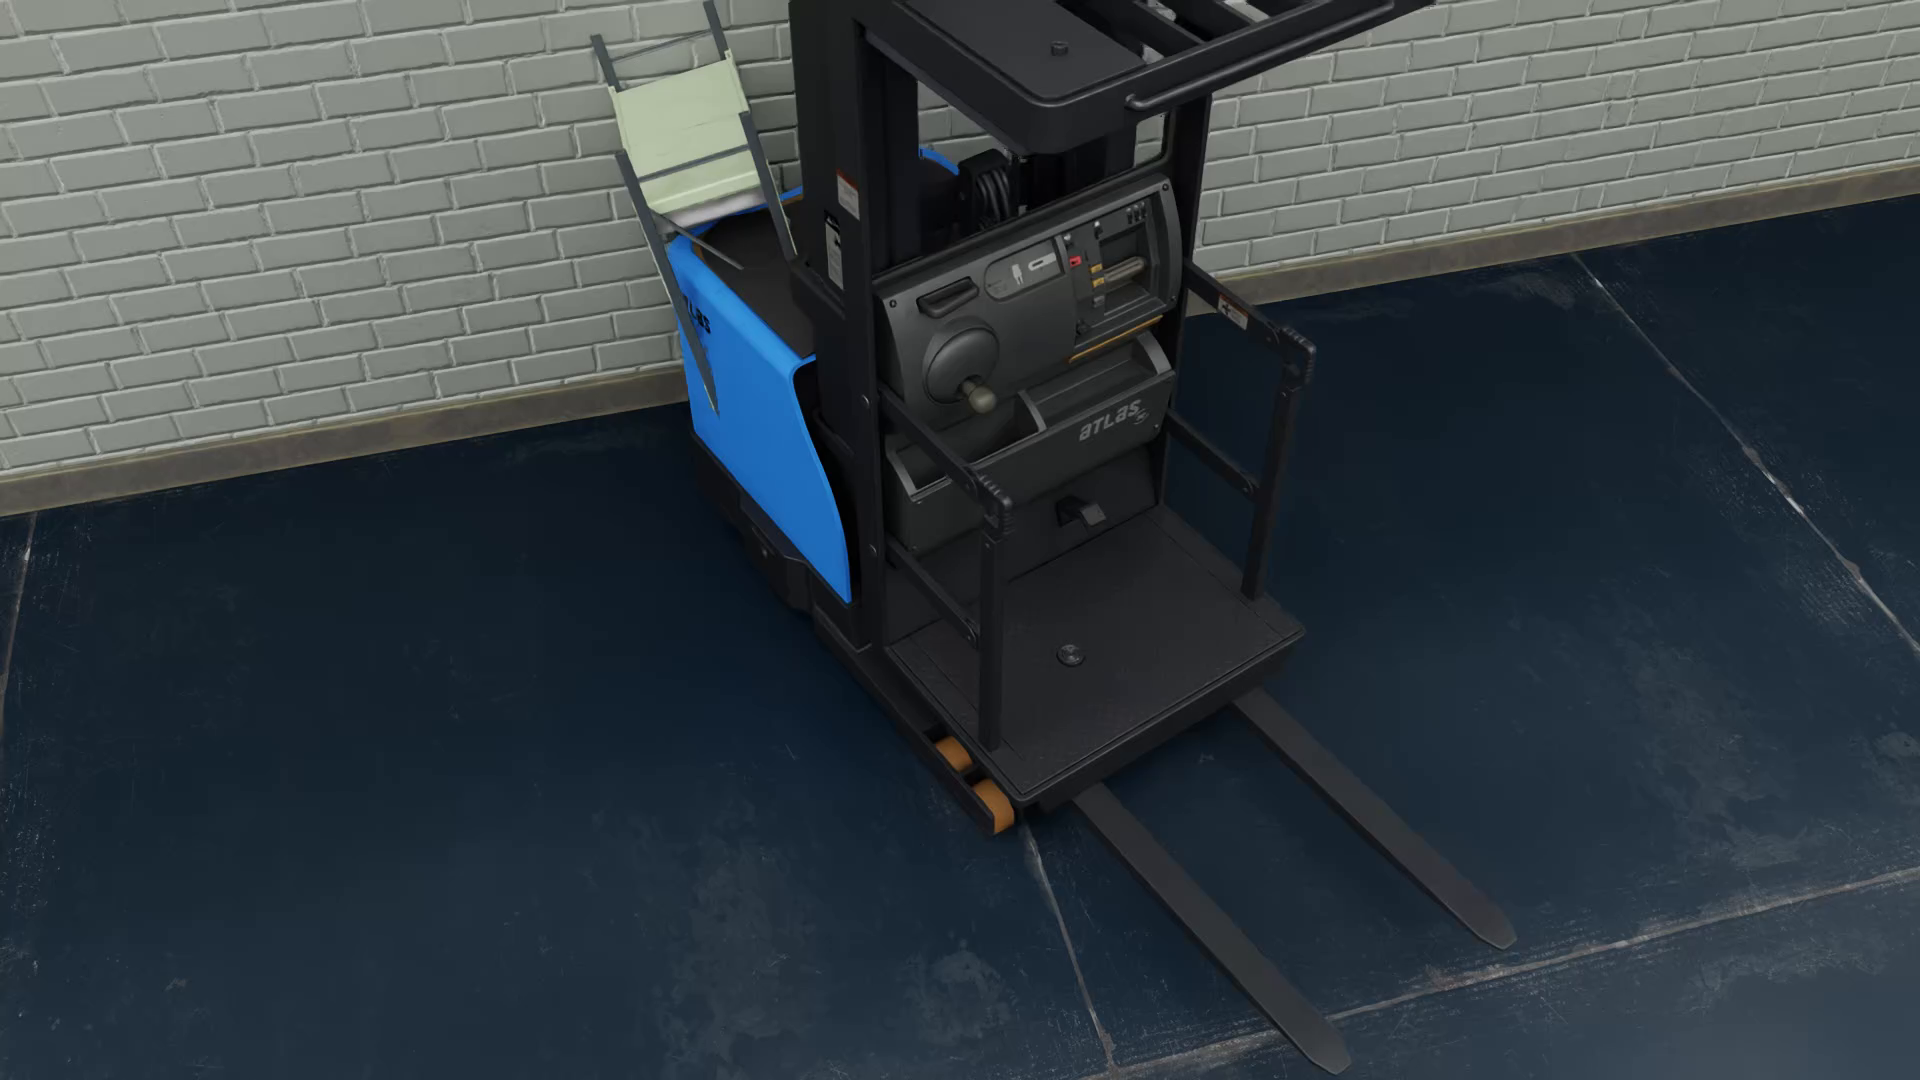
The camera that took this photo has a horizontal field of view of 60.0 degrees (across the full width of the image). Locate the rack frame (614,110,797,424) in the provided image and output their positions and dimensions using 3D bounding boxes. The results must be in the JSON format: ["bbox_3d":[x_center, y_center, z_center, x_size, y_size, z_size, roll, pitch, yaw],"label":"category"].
[{"bbox_3d":[-0.643,-0.638,5.215,0.400,1.500,0.023,-18,45,-3],"label":"rack frame"}]

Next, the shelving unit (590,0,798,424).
[{"bbox_3d":[-0.735,-0.883,5.472,0.431,1.500,0.755,-18,45,-3],"label":"shelving unit"}]

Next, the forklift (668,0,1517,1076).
[{"bbox_3d":[0.332,-0.557,4.244,1.130,2.935,3.031,-27,51,-24],"label":"forklift"}]

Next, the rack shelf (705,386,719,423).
[{"bbox_3d":[-0.675,-0.662,5.704,0.431,0.370,0.720,-18,45,-3],"label":"rack shelf"}]

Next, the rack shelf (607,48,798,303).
[{"bbox_3d":[-0.807,-1.147,5.194,0.431,0.370,0.720,-18,45,-3],"label":"rack shelf"}]

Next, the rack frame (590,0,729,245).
[{"bbox_3d":[-0.827,-1.127,5.728,0.400,1.500,0.023,-18,45,-3],"label":"rack frame"}]
